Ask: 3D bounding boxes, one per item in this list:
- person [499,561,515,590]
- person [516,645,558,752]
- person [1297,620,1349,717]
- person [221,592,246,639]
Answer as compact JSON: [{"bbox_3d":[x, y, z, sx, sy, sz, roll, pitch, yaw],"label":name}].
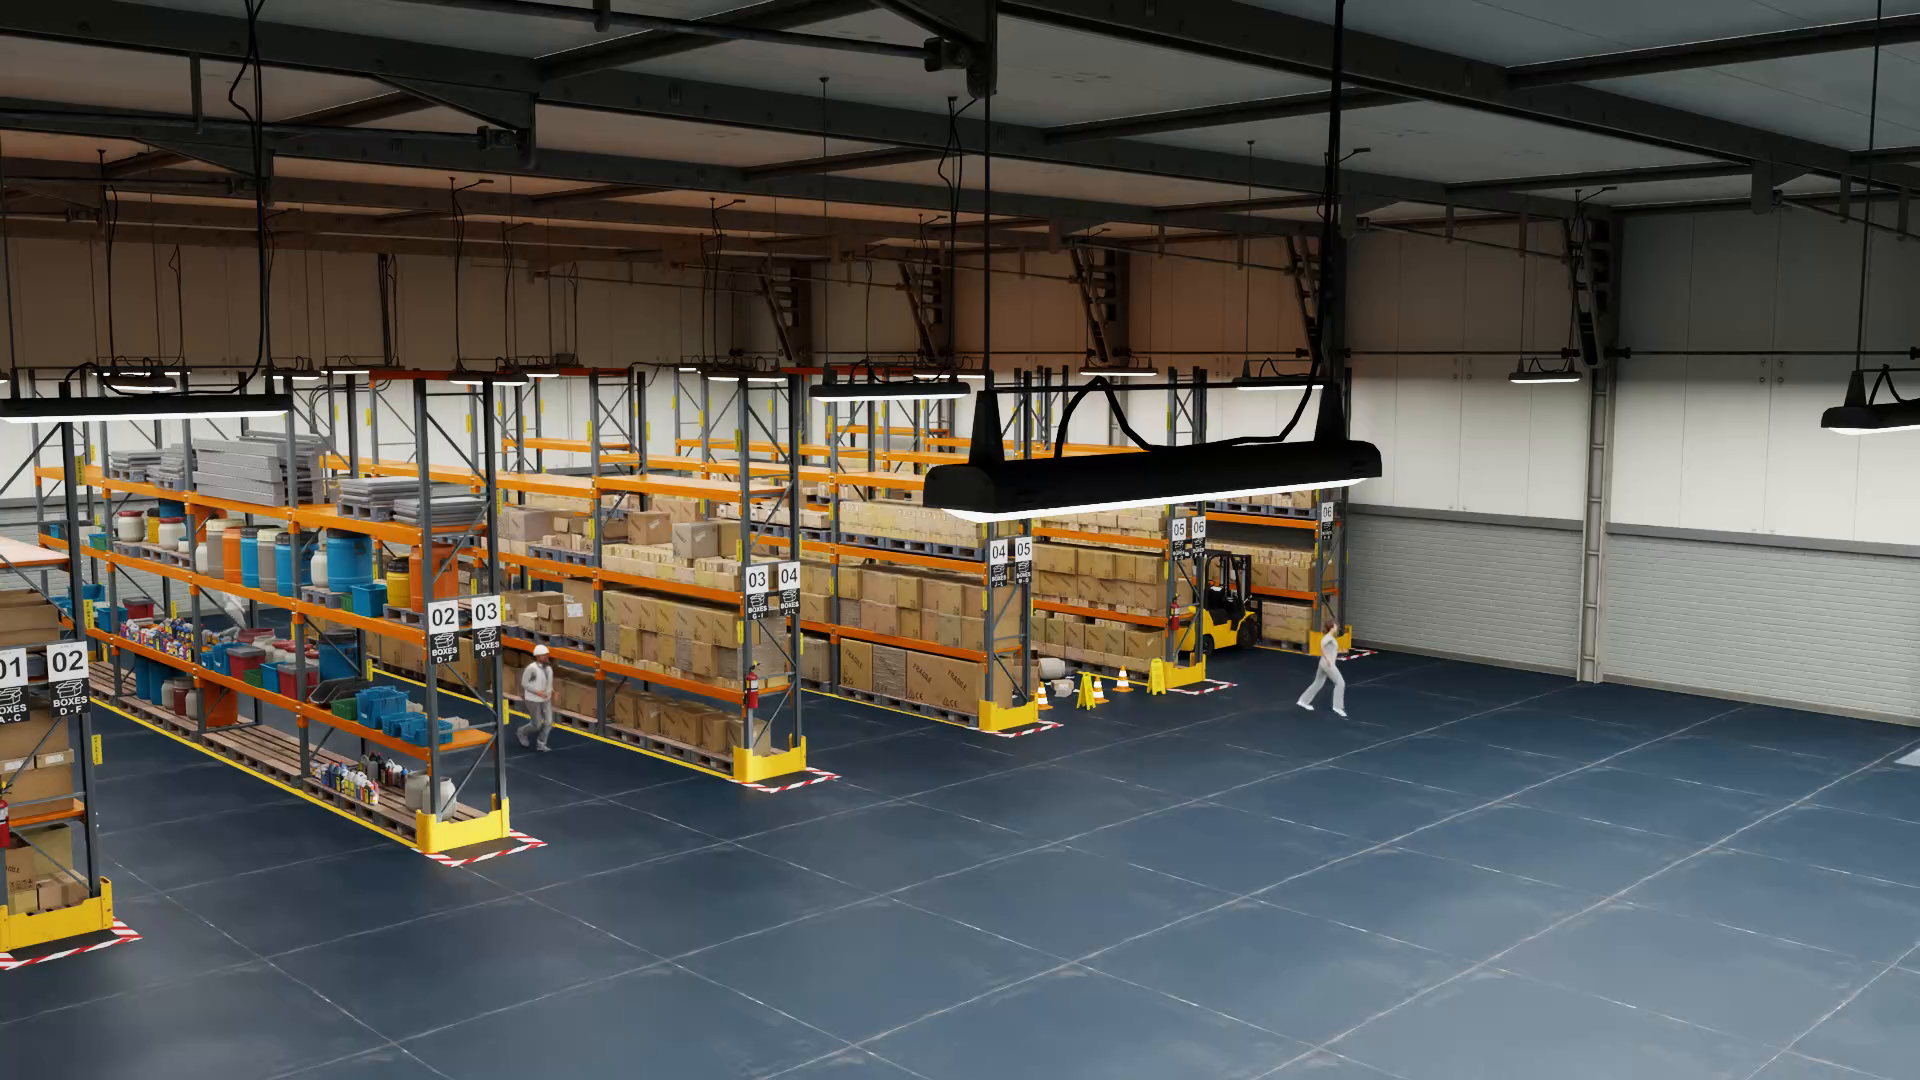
[{"bbox_3d":[-11.257,0.805,41.396,0.714,1.733,0.983,1,6,7],"label":"person"},{"bbox_3d":[-6.742,2.508,26.435,0.756,1.725,0.655,5,8,35],"label":"person"},{"bbox_3d":[6.339,2.236,28.974,0.868,1.713,0.600,0,6,4],"label":"person"},{"bbox_3d":[-15.655,1.516,35.708,0.523,1.581,0.664,-4,8,-32],"label":"person"}]
